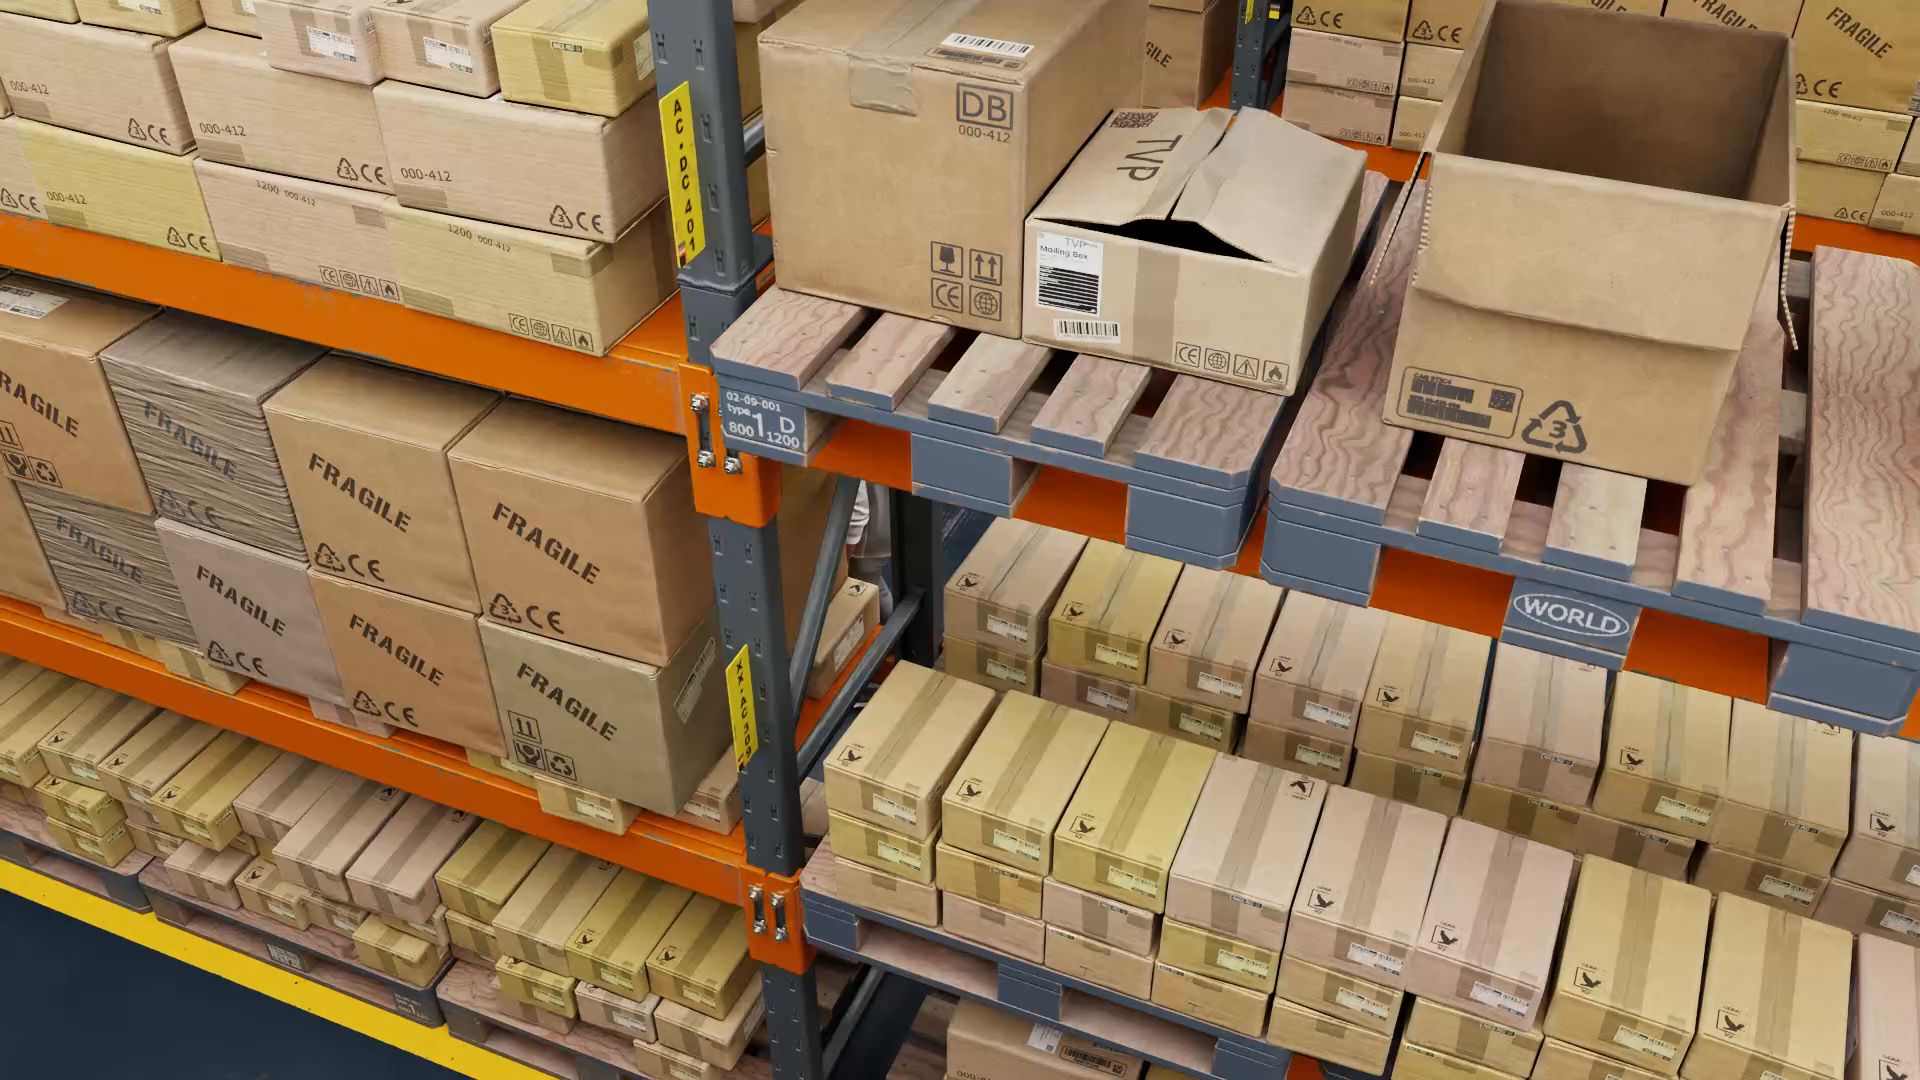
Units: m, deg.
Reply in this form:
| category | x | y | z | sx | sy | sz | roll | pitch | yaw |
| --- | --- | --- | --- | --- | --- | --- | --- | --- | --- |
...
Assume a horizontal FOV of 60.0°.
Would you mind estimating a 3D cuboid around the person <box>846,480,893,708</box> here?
| category | x | y | z | sx | sy | sz | roll | pitch | yaw |
| --- | --- | --- | --- | --- | --- | --- | --- | --- | --- |
| person | -0.371 | -0.036 | 6.207 | 0.347 | 1.592 | 0.485 | 6 | 38 | 8 |
